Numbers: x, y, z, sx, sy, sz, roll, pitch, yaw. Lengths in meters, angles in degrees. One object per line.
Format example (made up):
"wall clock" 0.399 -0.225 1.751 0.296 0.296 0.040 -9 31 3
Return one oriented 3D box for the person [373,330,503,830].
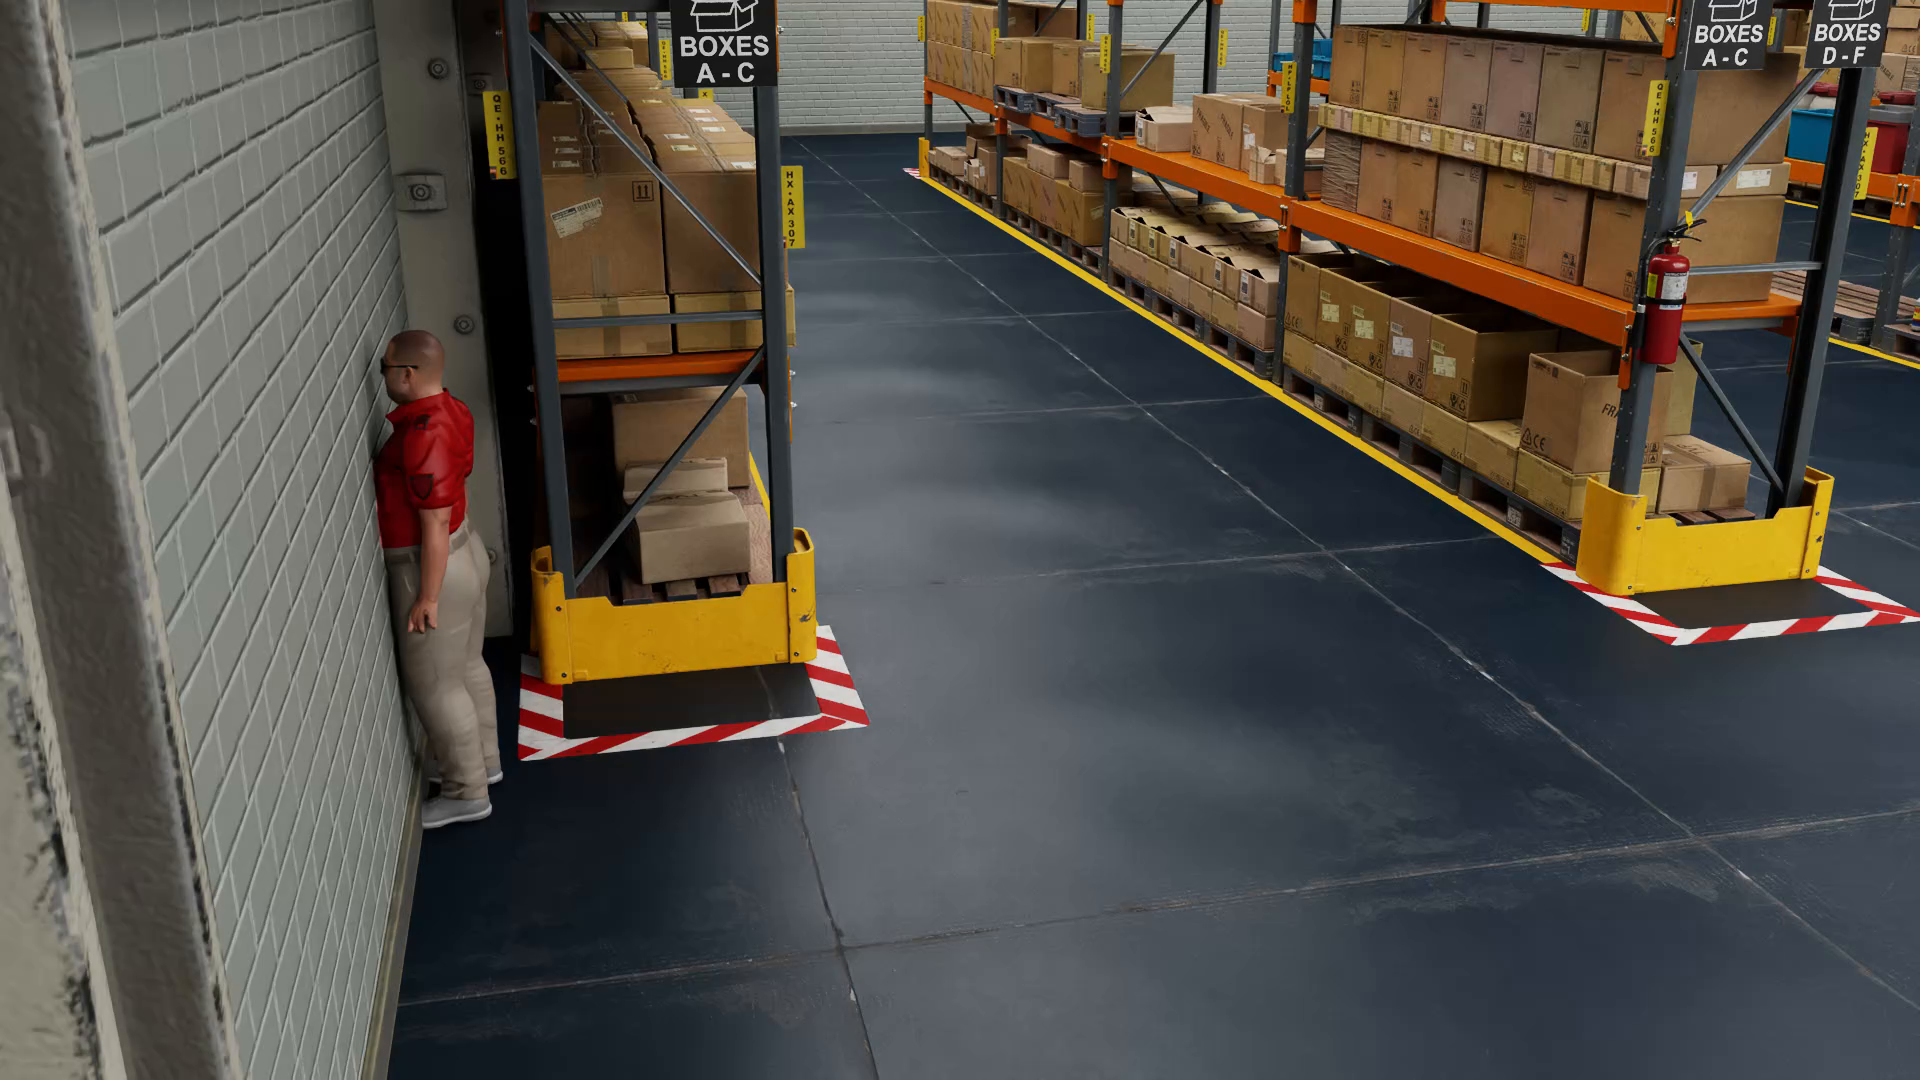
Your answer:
"person" -1.820 0.131 5.721 0.364 1.731 0.525 -1 20 -4
